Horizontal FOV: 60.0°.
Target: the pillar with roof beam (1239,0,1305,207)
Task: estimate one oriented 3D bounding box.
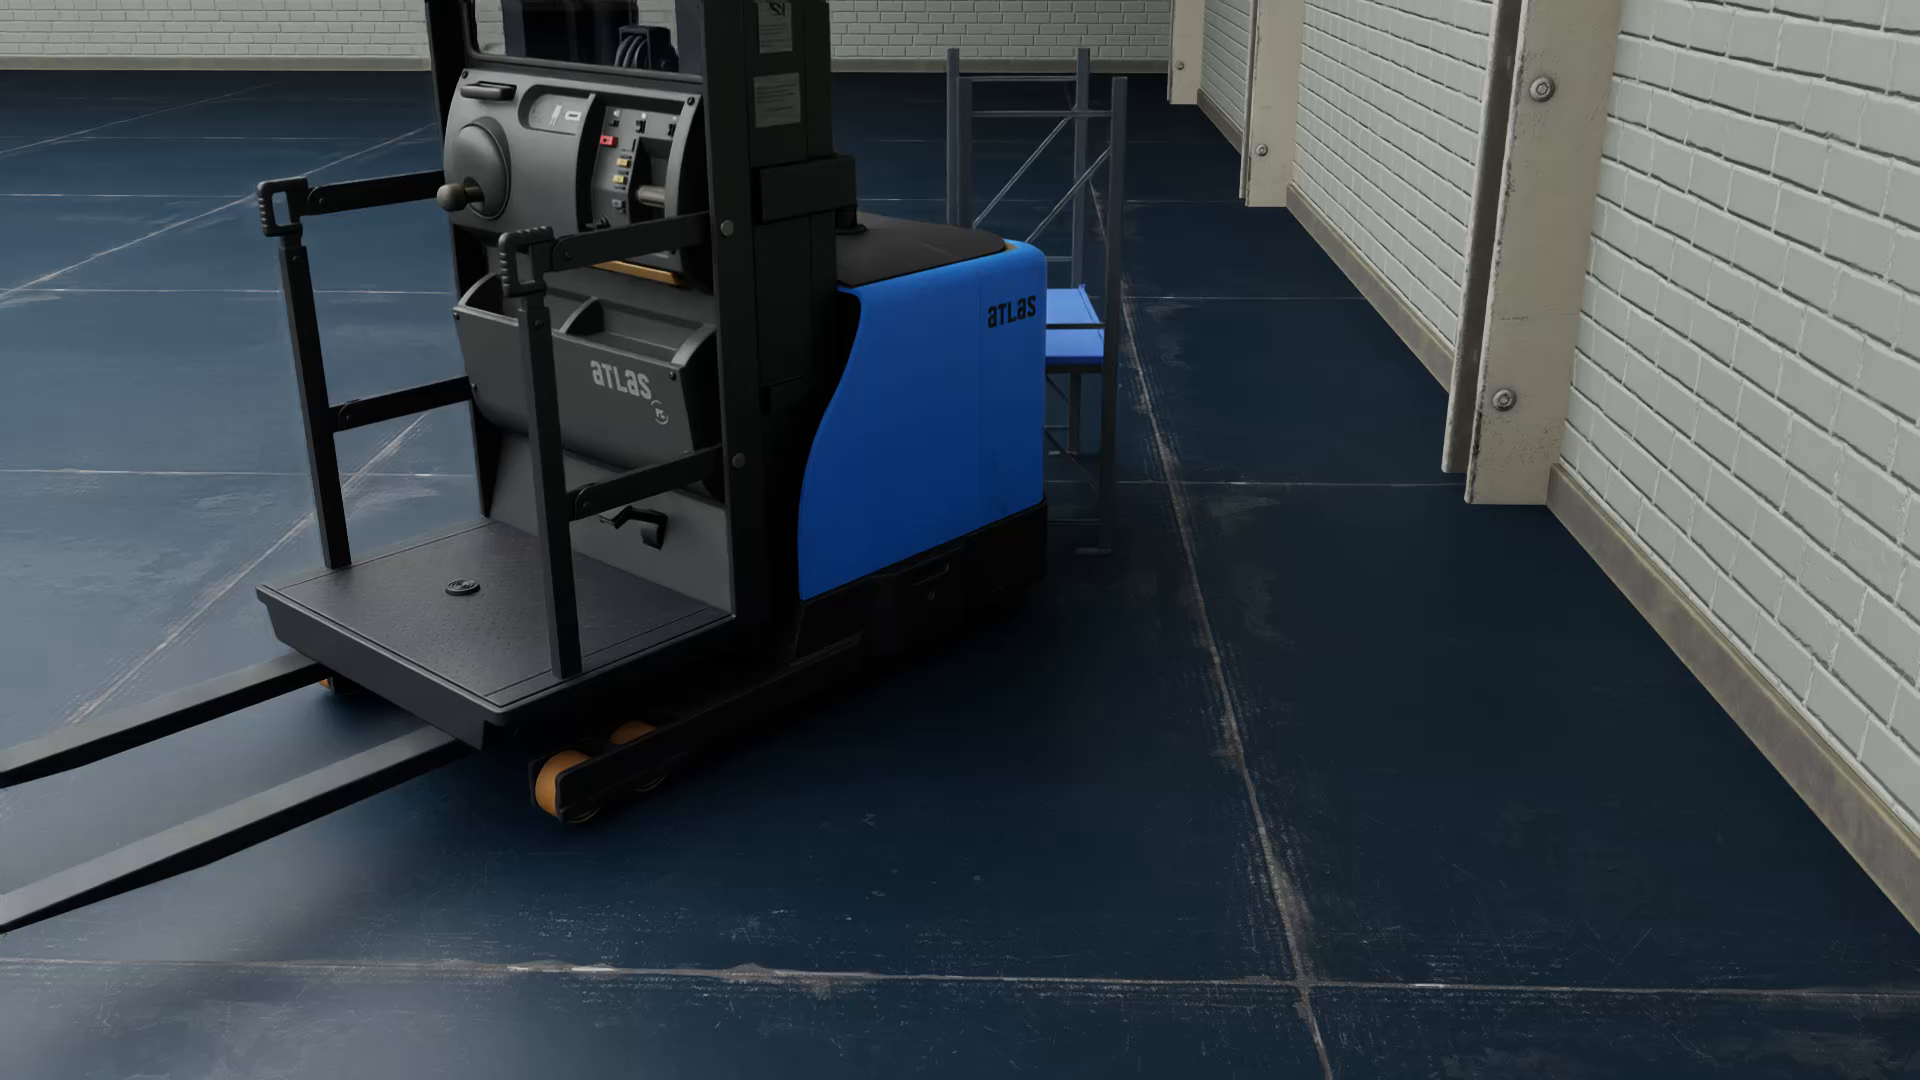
[{"bbox_3d":[-2.171,-6.610,10.123,9.100,9.000,0.400,1,21,2],"label":"pillar with roof beam"}]

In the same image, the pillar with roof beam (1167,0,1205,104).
[{"bbox_3d":[-1.989,-8.779,15.714,9.100,9.000,0.400,1,21,2],"label":"pillar with roof beam"}]

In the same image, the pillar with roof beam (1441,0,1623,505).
[{"bbox_3d":[-2.354,-4.440,4.532,9.100,9.000,0.400,1,21,2],"label":"pillar with roof beam"}]

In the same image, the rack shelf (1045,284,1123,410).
[{"bbox_3d":[0.223,-0.674,5.689,0.538,0.185,1.000,-1,21,-2],"label":"rack shelf"}]

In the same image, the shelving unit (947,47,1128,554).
[{"bbox_3d":[0.223,-0.841,5.624,0.538,1.500,1.048,-1,21,-2],"label":"shelving unit"}]

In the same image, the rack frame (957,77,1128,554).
[{"bbox_3d":[0.242,-0.658,5.150,0.500,1.500,0.032,-1,21,-2],"label":"rack frame"}]

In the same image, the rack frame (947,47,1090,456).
[{"bbox_3d":[0.205,-1.025,6.097,0.500,1.500,0.032,-1,21,-2],"label":"rack frame"}]

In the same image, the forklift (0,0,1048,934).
[{"bbox_3d":[-1.084,-0.918,3.843,1.130,2.935,3.031,18,27,38],"label":"forklift"}]
